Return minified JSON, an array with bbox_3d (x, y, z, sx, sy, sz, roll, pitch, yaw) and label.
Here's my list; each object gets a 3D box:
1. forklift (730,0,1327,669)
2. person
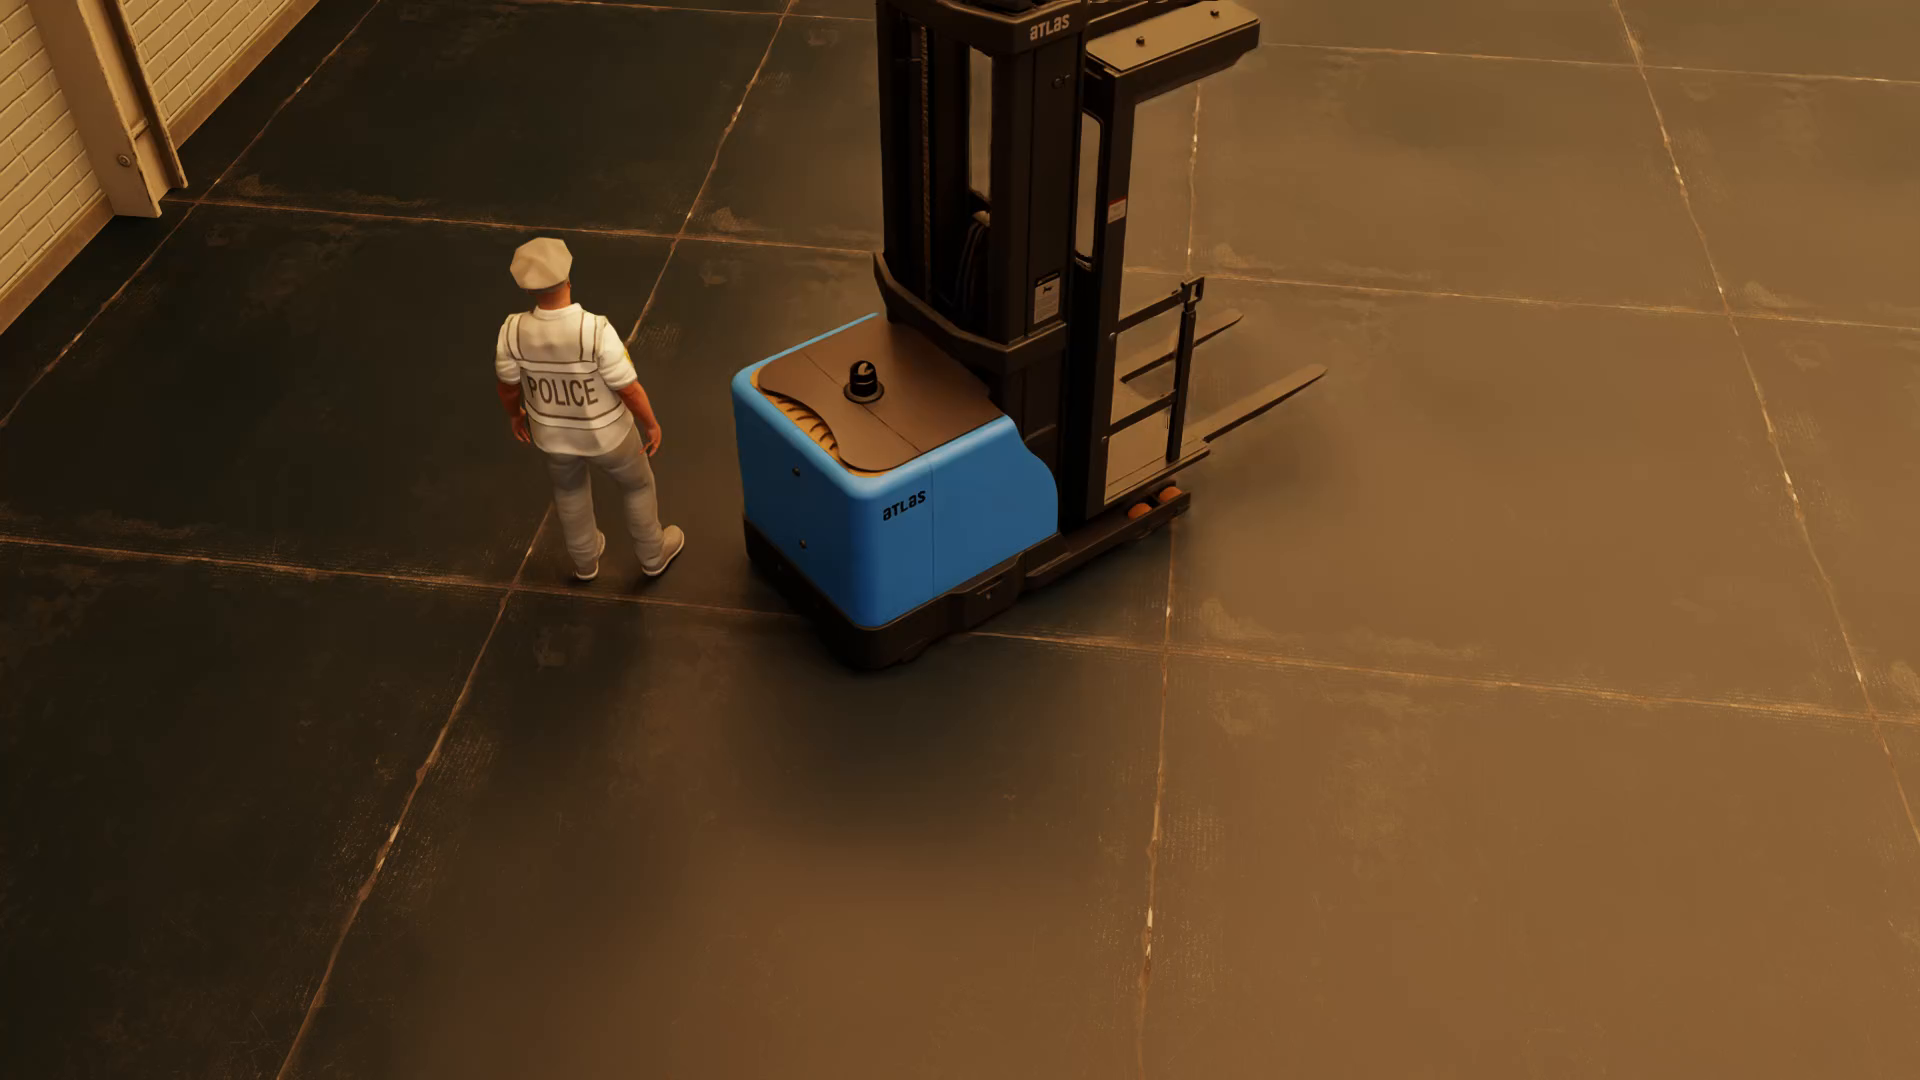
[{"bbox_3d":[0.482,-1.347,7.190,3.031,2.935,1.130,-28,49,-27],"label":"forklift"},{"bbox_3d":[-1.613,-0.536,7.163,0.664,1.773,0.496,3,43,3],"label":"person"}]
